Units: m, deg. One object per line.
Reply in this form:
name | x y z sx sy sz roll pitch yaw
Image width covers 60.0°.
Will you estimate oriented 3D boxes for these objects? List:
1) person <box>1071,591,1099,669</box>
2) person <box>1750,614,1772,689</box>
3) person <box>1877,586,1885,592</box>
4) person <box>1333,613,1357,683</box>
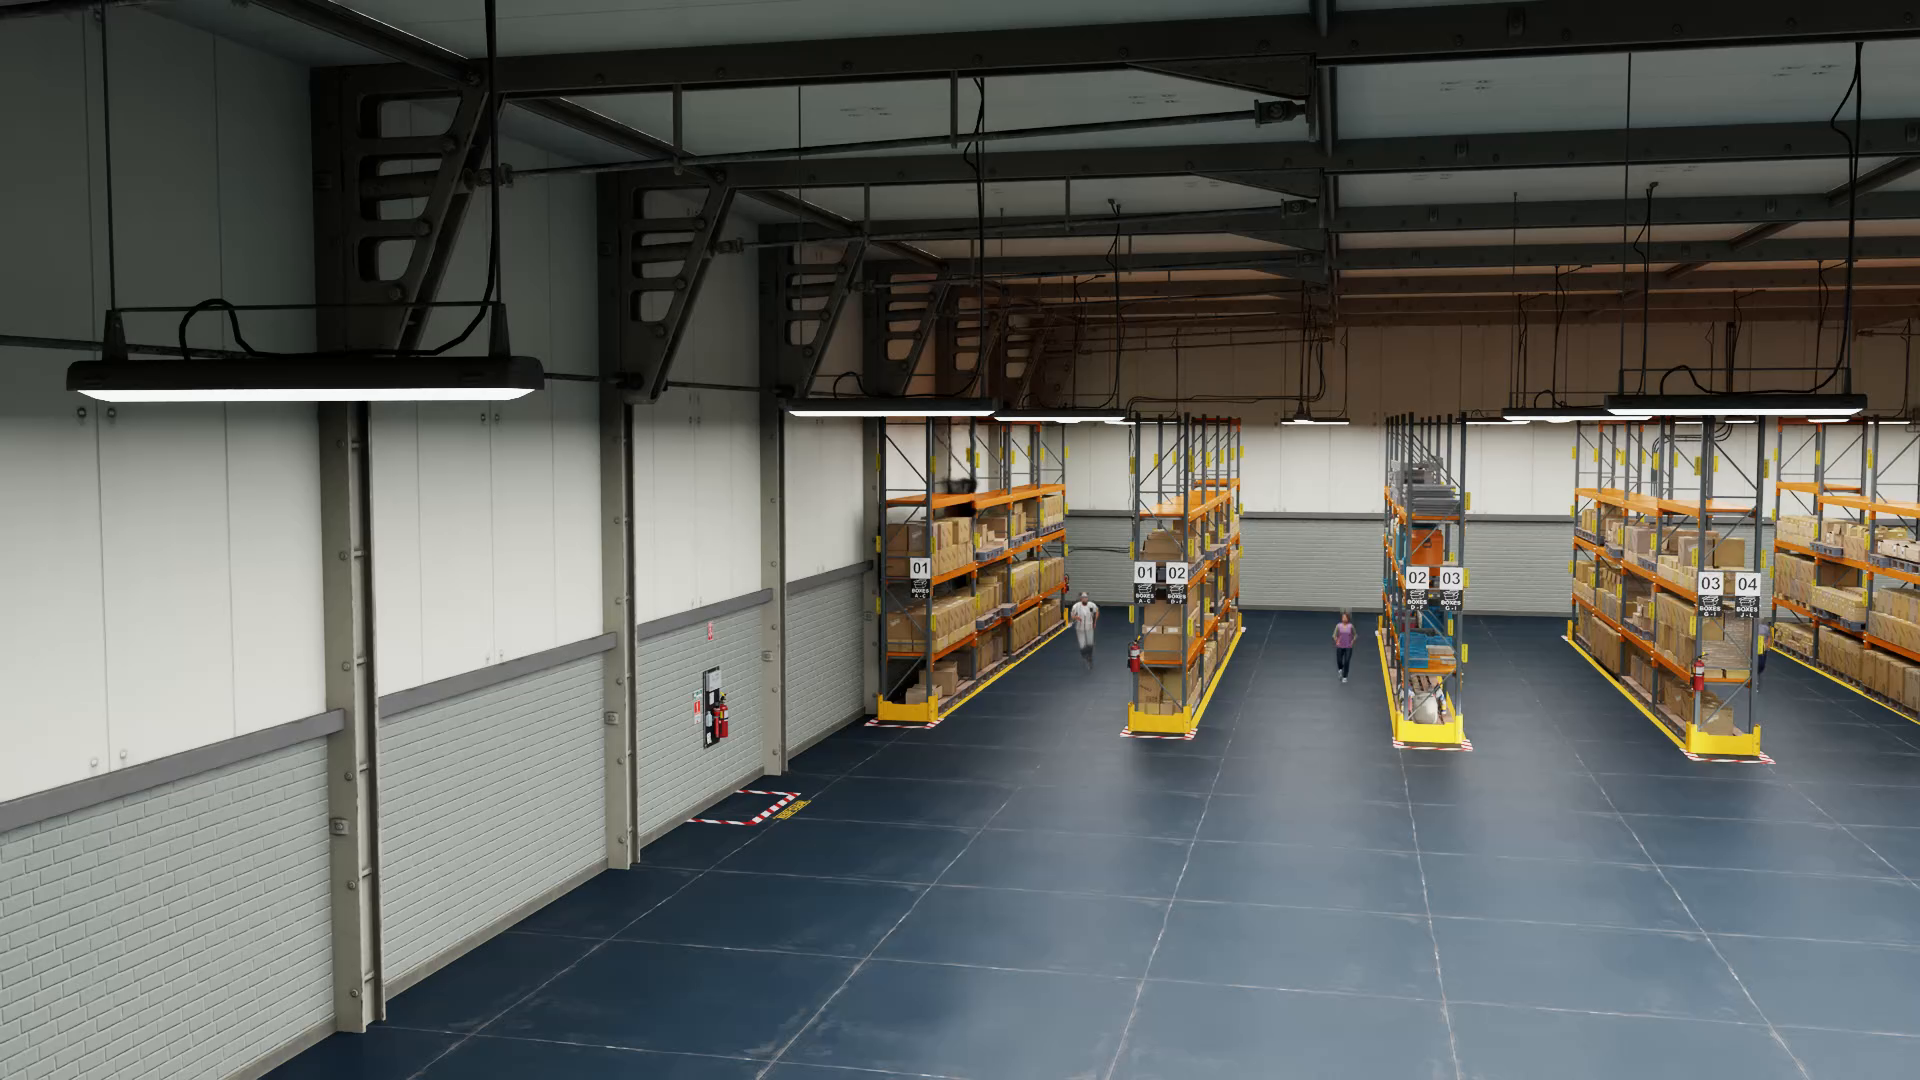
person | 2.895 2.089 38.633 0.651 1.824 0.737 0 4 5
person | 17.597 2.435 36.745 0.618 1.629 0.742 1 4 14
person | 23.044 2.044 41.580 0.681 1.766 0.917 1 4 15
person | 8.658 2.417 37.408 0.537 1.548 0.558 1 4 15
